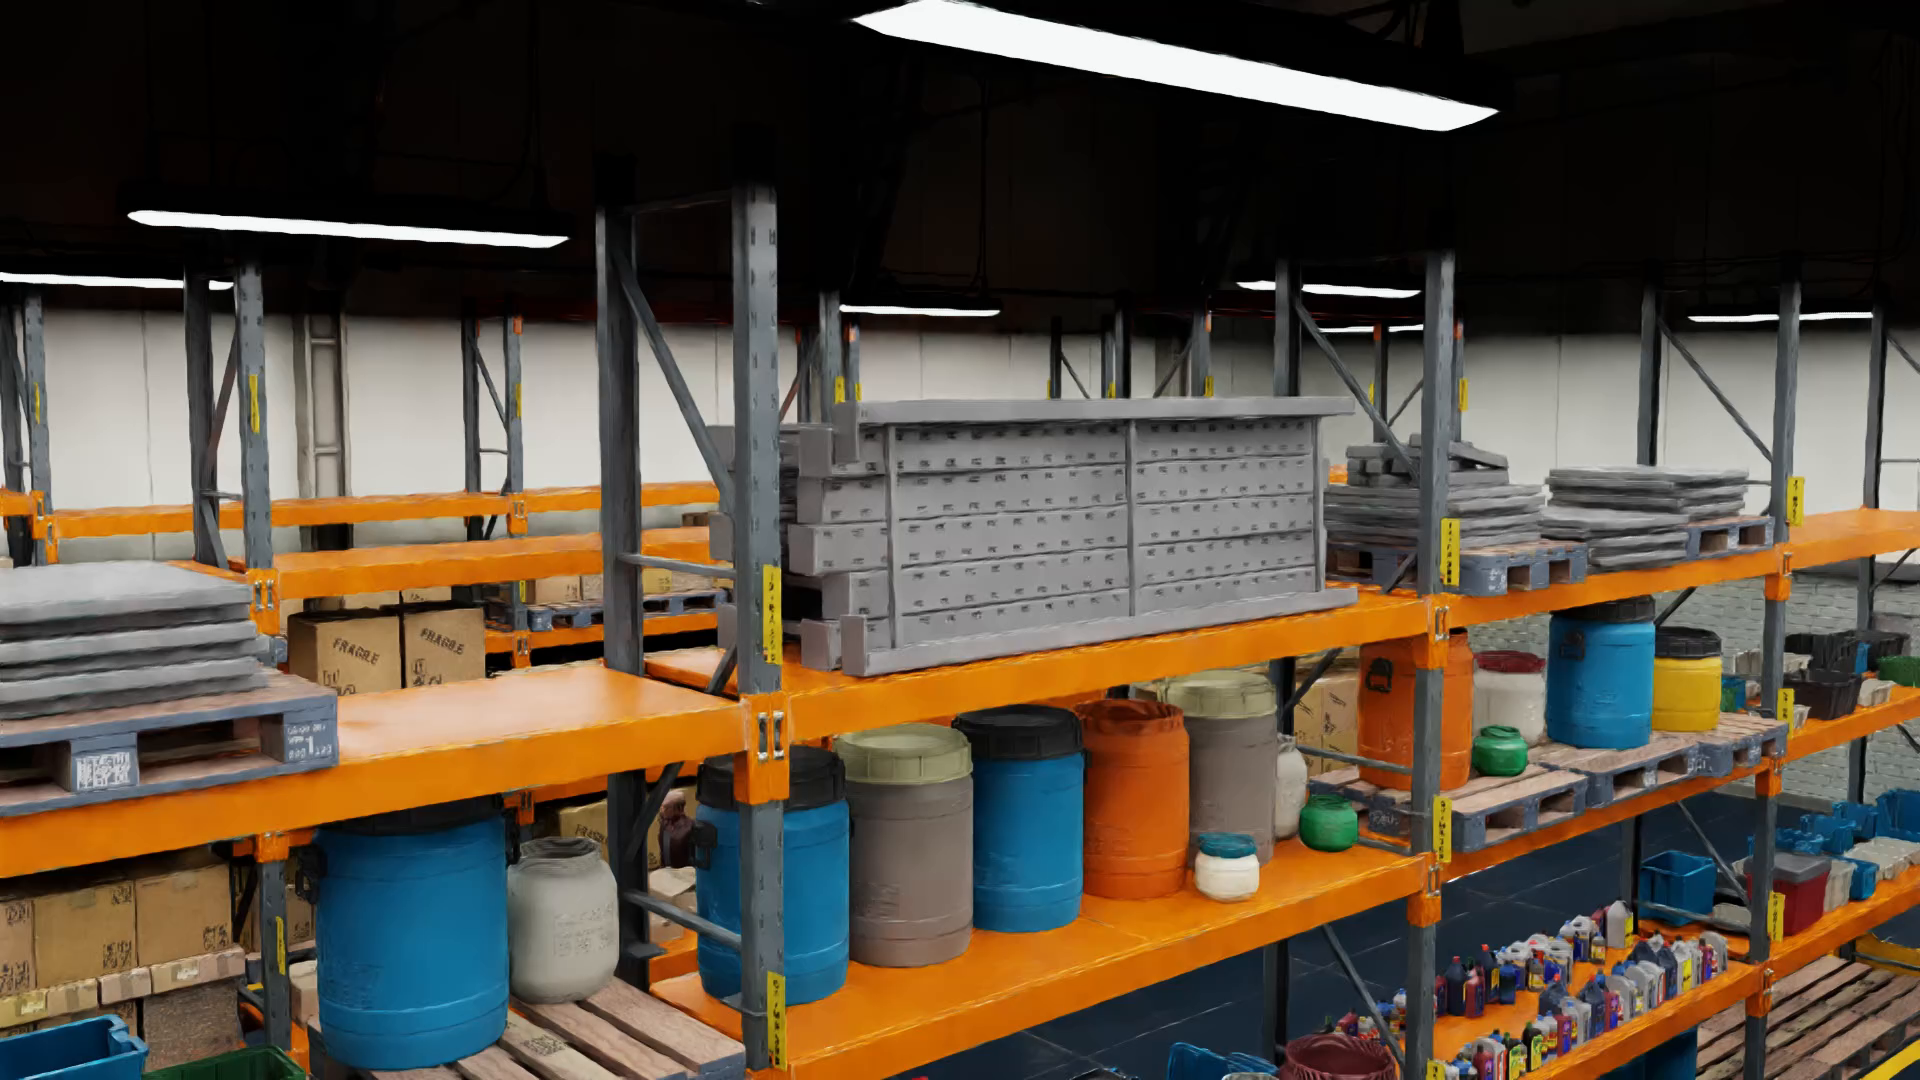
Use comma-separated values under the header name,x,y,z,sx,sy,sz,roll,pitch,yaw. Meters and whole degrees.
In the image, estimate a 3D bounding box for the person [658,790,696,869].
name,x,y,z,sx,sy,sz,roll,pitch,yaw
person,-2.394,2.960,14.197,1.193,1.698,0.598,-4,7,-39

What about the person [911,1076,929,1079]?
name,x,y,z,sx,sy,sz,roll,pitch,yaw
person,-0.199,3.491,8.137,0.628,1.787,0.547,-2,6,-22
